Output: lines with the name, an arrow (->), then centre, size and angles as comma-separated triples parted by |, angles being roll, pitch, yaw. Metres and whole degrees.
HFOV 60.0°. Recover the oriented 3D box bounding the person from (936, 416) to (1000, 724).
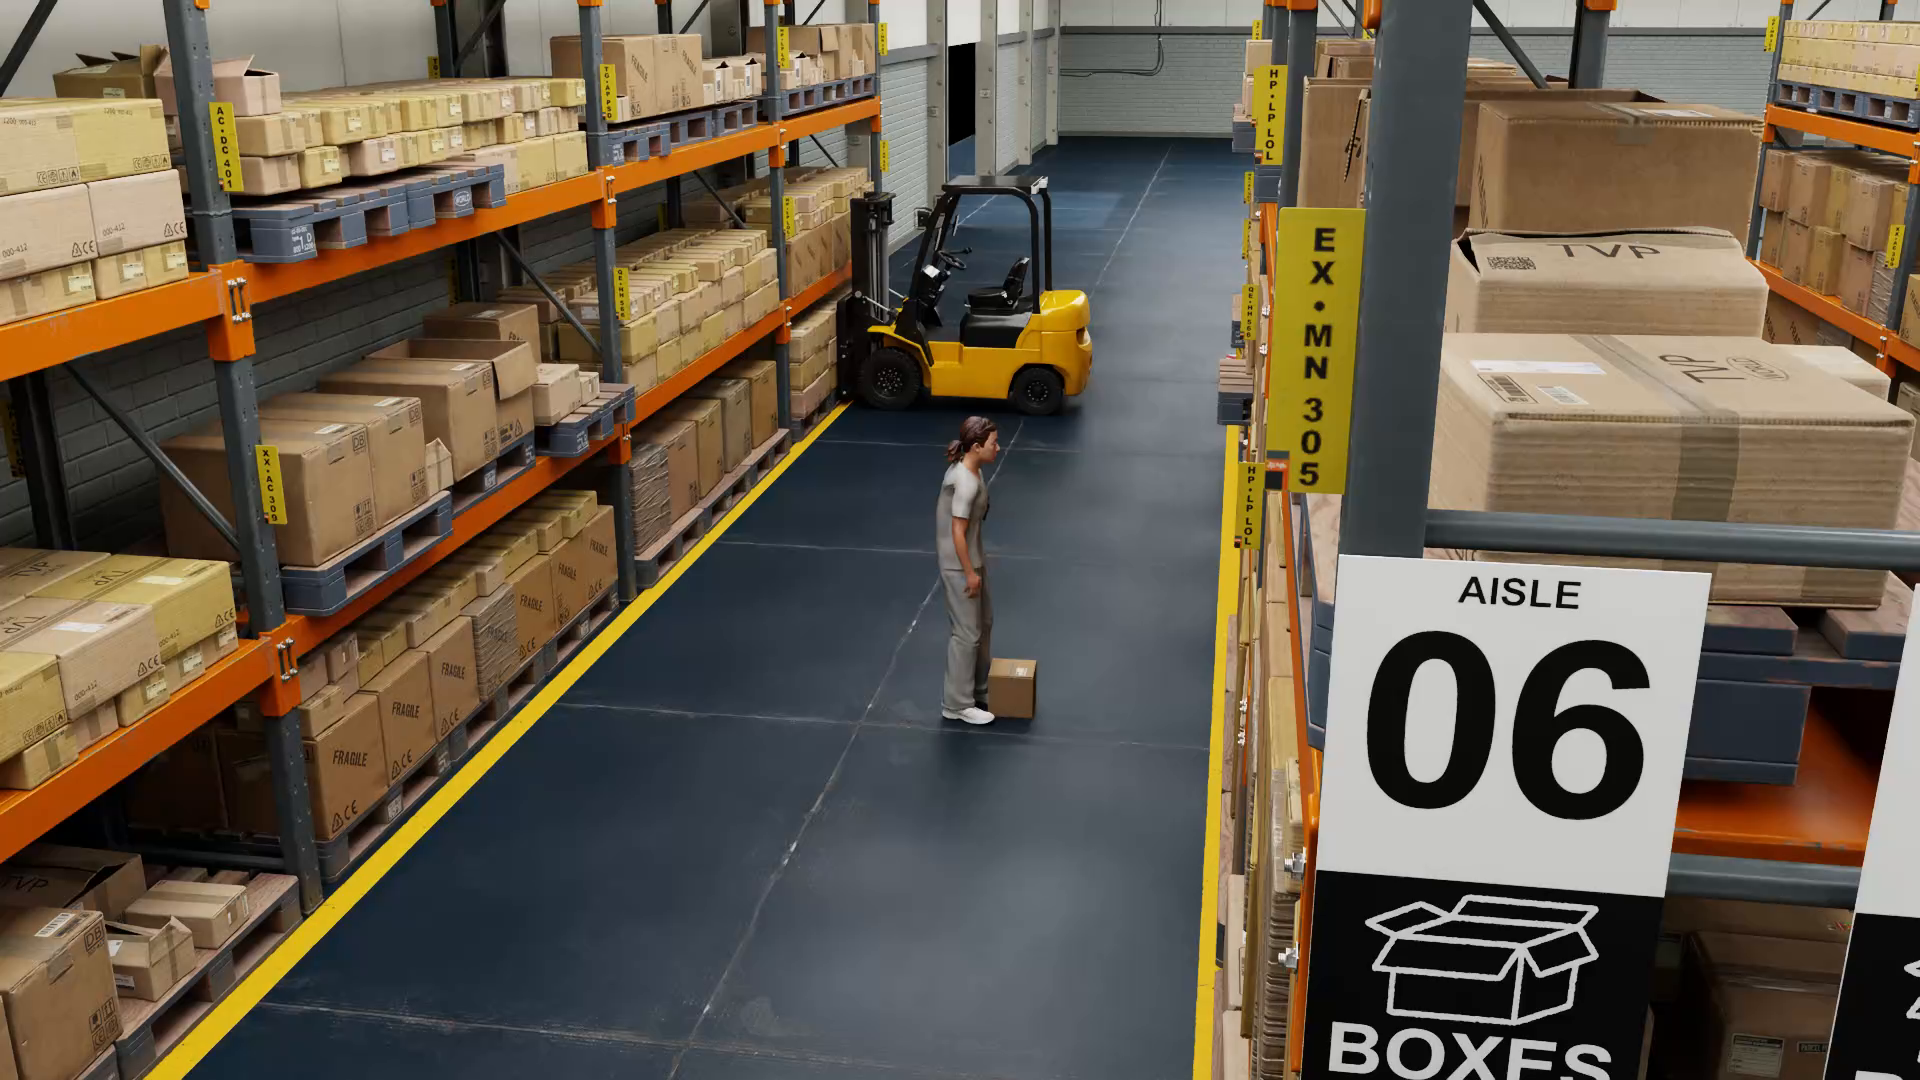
person -> 0.076, 0.144, 9.112 | 0.409, 1.673, 0.514 | 2, 18, 6
